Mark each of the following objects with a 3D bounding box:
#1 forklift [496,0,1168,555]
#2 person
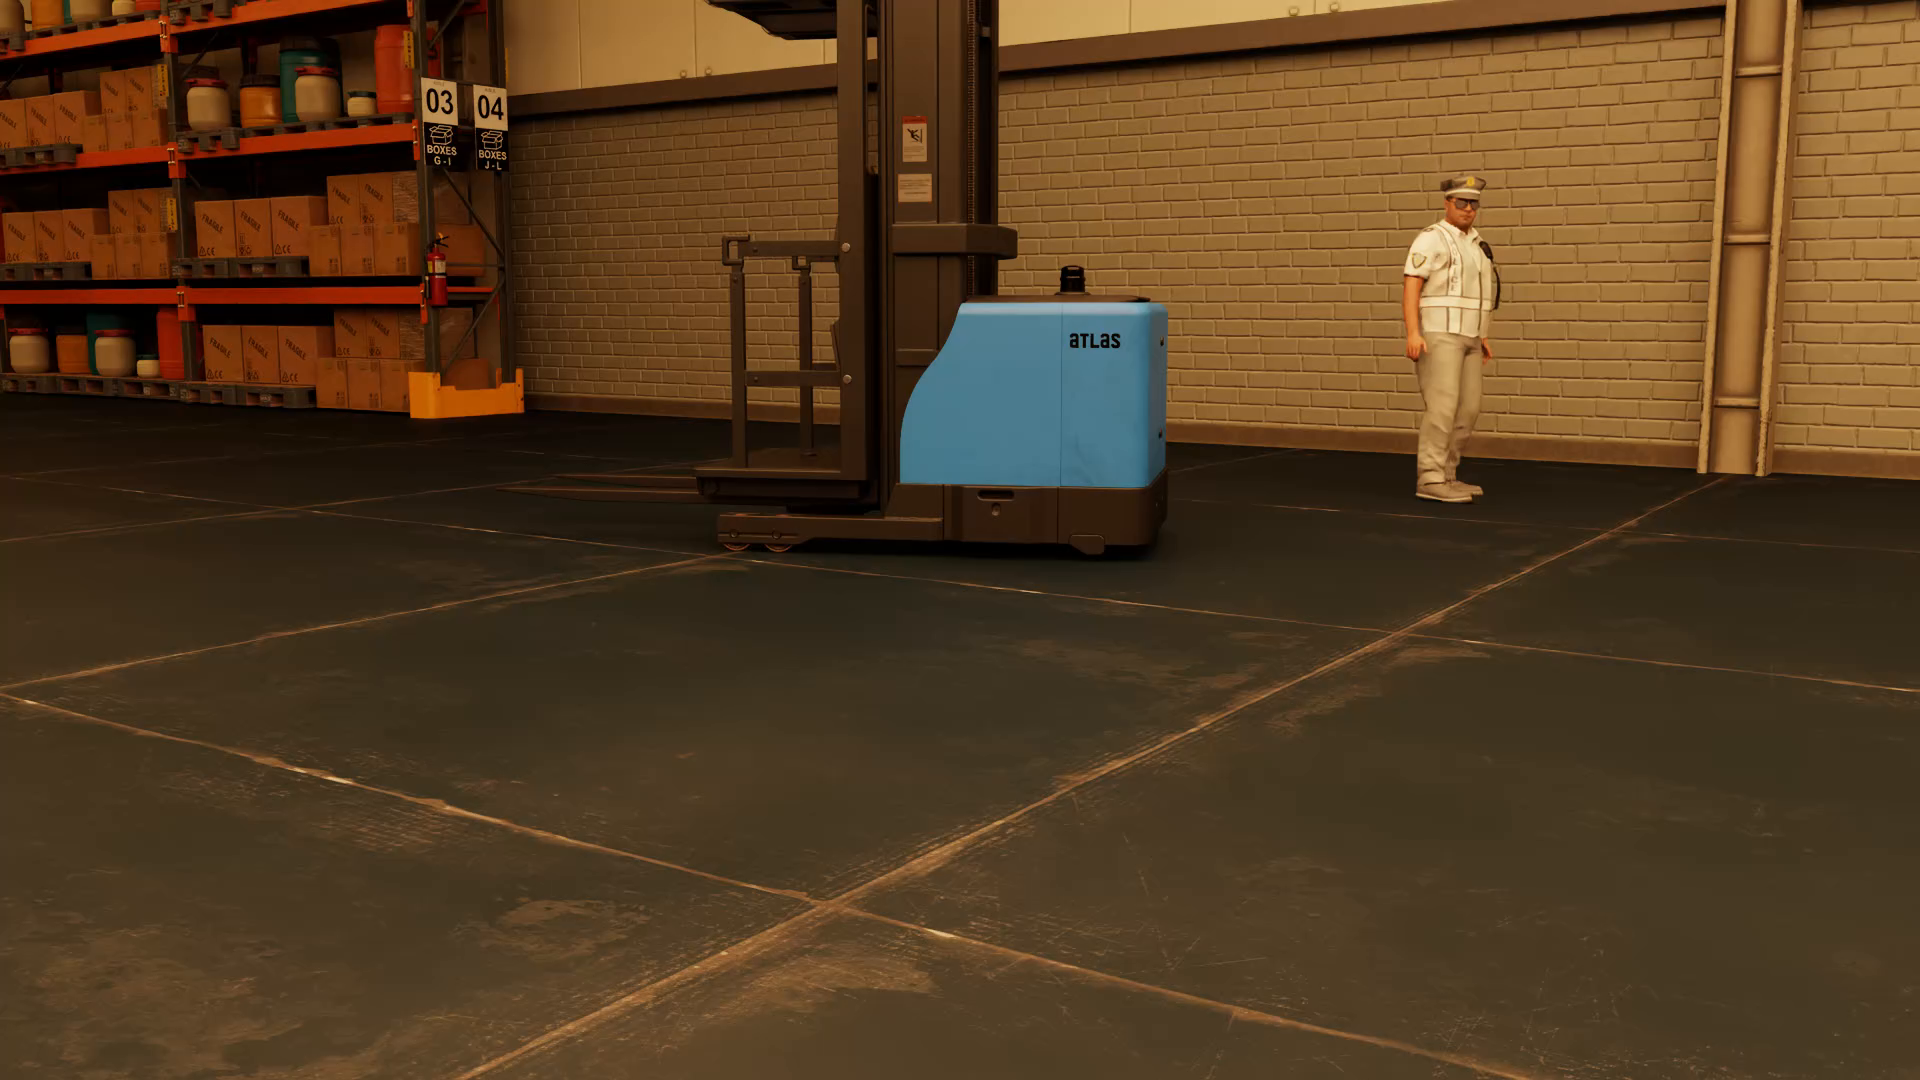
[{"bbox_3d":[-0.596,-1.469,7.520,3.031,2.935,1.130,2,8,12],"label":"forklift"},{"bbox_3d":[2.716,-1.102,9.126,0.684,1.755,0.462,-7,11,-41],"label":"person"}]
